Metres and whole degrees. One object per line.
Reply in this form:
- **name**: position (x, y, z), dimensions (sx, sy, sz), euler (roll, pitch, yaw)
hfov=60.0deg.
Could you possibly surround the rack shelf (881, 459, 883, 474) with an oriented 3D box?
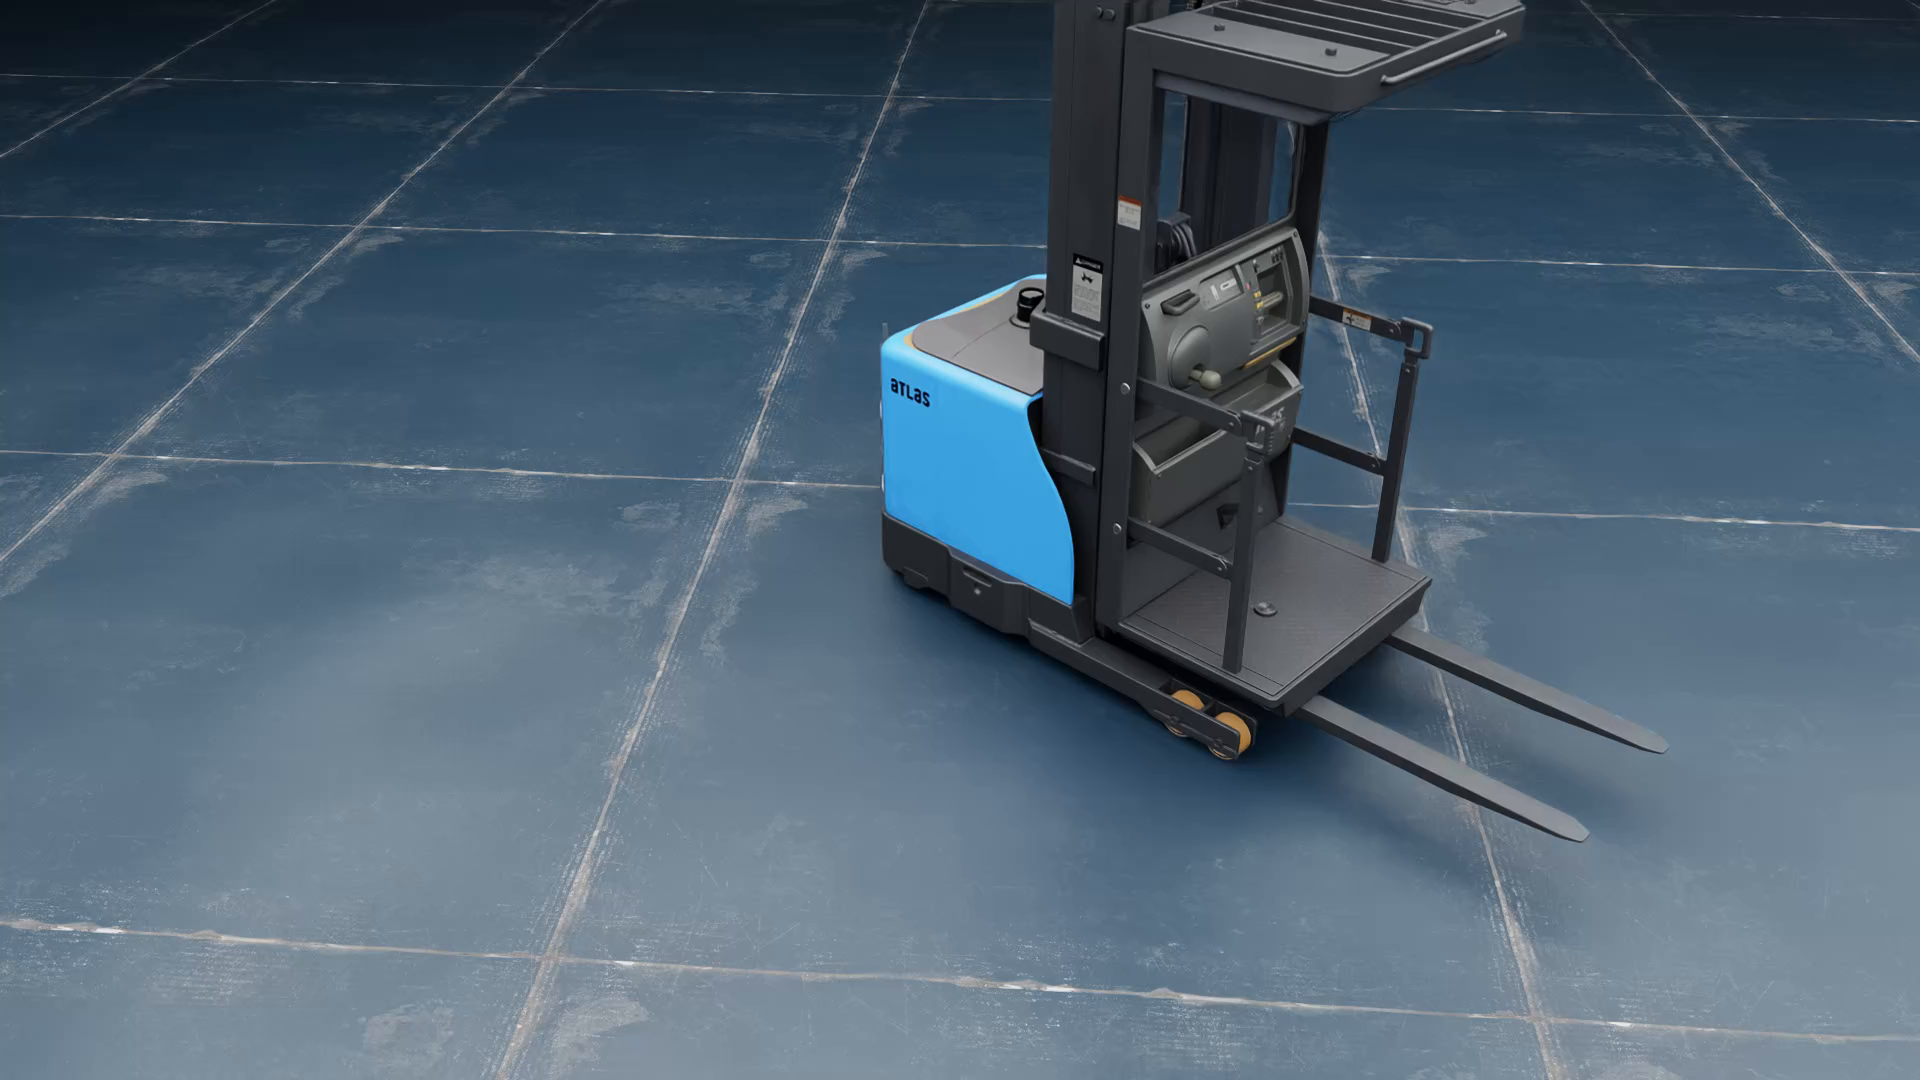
- **rack shelf**: position (-0.209, -0.370, 7.227), dimensions (0.258, 0.077, 0.200), euler (1, 32, 1)

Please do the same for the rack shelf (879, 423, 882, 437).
- **rack shelf**: position (-0.209, -0.523, 7.133), dimensions (0.258, 0.077, 0.200), euler (1, 32, 1)

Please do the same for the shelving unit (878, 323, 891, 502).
- **shelving unit**: position (-0.209, -0.475, 7.163), dimensions (0.258, 0.900, 0.210), euler (1, 32, 1)

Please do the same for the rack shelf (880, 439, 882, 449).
- **rack shelf**: position (-0.209, -0.446, 7.180), dimensions (0.258, 0.077, 0.200), euler (1, 32, 1)

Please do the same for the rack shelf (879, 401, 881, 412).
- **rack shelf**: position (-0.209, -0.600, 7.086), dimensions (0.258, 0.077, 0.200), euler (1, 32, 1)

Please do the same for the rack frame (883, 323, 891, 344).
- **rack frame**: position (-0.206, -0.528, 7.249), dimensions (0.240, 0.900, 0.006), euler (1, 32, 1)

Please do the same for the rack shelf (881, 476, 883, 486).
- **rack shelf**: position (-0.209, -0.293, 7.275), dimensions (0.258, 0.077, 0.200), euler (1, 32, 1)

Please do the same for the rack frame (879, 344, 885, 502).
- **rack frame**: position (-0.212, -0.421, 7.076), dimensions (0.240, 0.900, 0.006), euler (1, 32, 1)

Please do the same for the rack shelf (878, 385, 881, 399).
- **rack shelf**: position (-0.209, -0.676, 7.038), dimensions (0.258, 0.077, 0.200), euler (1, 32, 1)

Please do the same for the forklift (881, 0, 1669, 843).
- **forklift**: position (1.095, -0.771, 5.707), dimensions (3.031, 2.935, 1.130), euler (26, 40, 36)
